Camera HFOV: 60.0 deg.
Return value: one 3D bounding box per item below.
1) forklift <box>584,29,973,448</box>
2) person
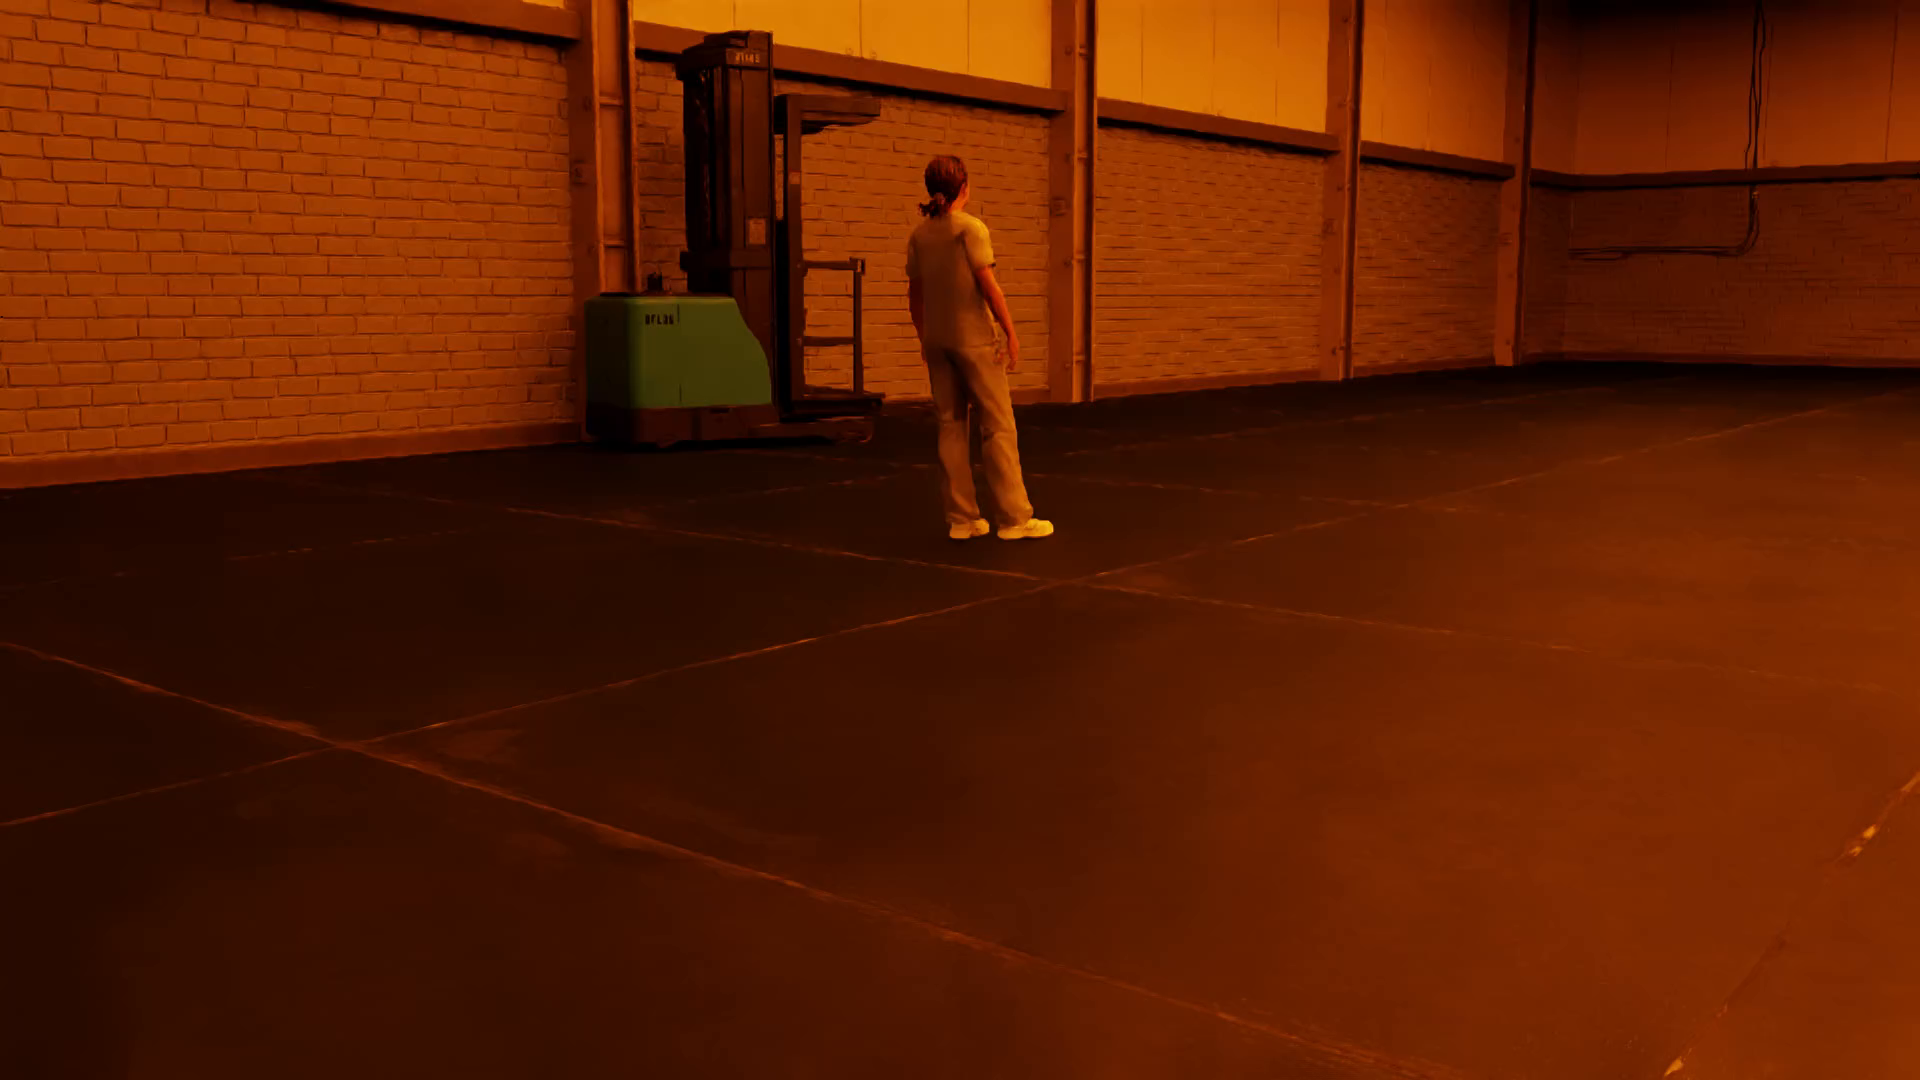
[{"bbox_3d":[-1.237,-2.224,12.481,3.031,2.935,1.130,-5,10,-31],"label":"forklift"},{"bbox_3d":[0.057,-0.843,7.331,0.550,1.674,0.548,7,11,38],"label":"person"}]
